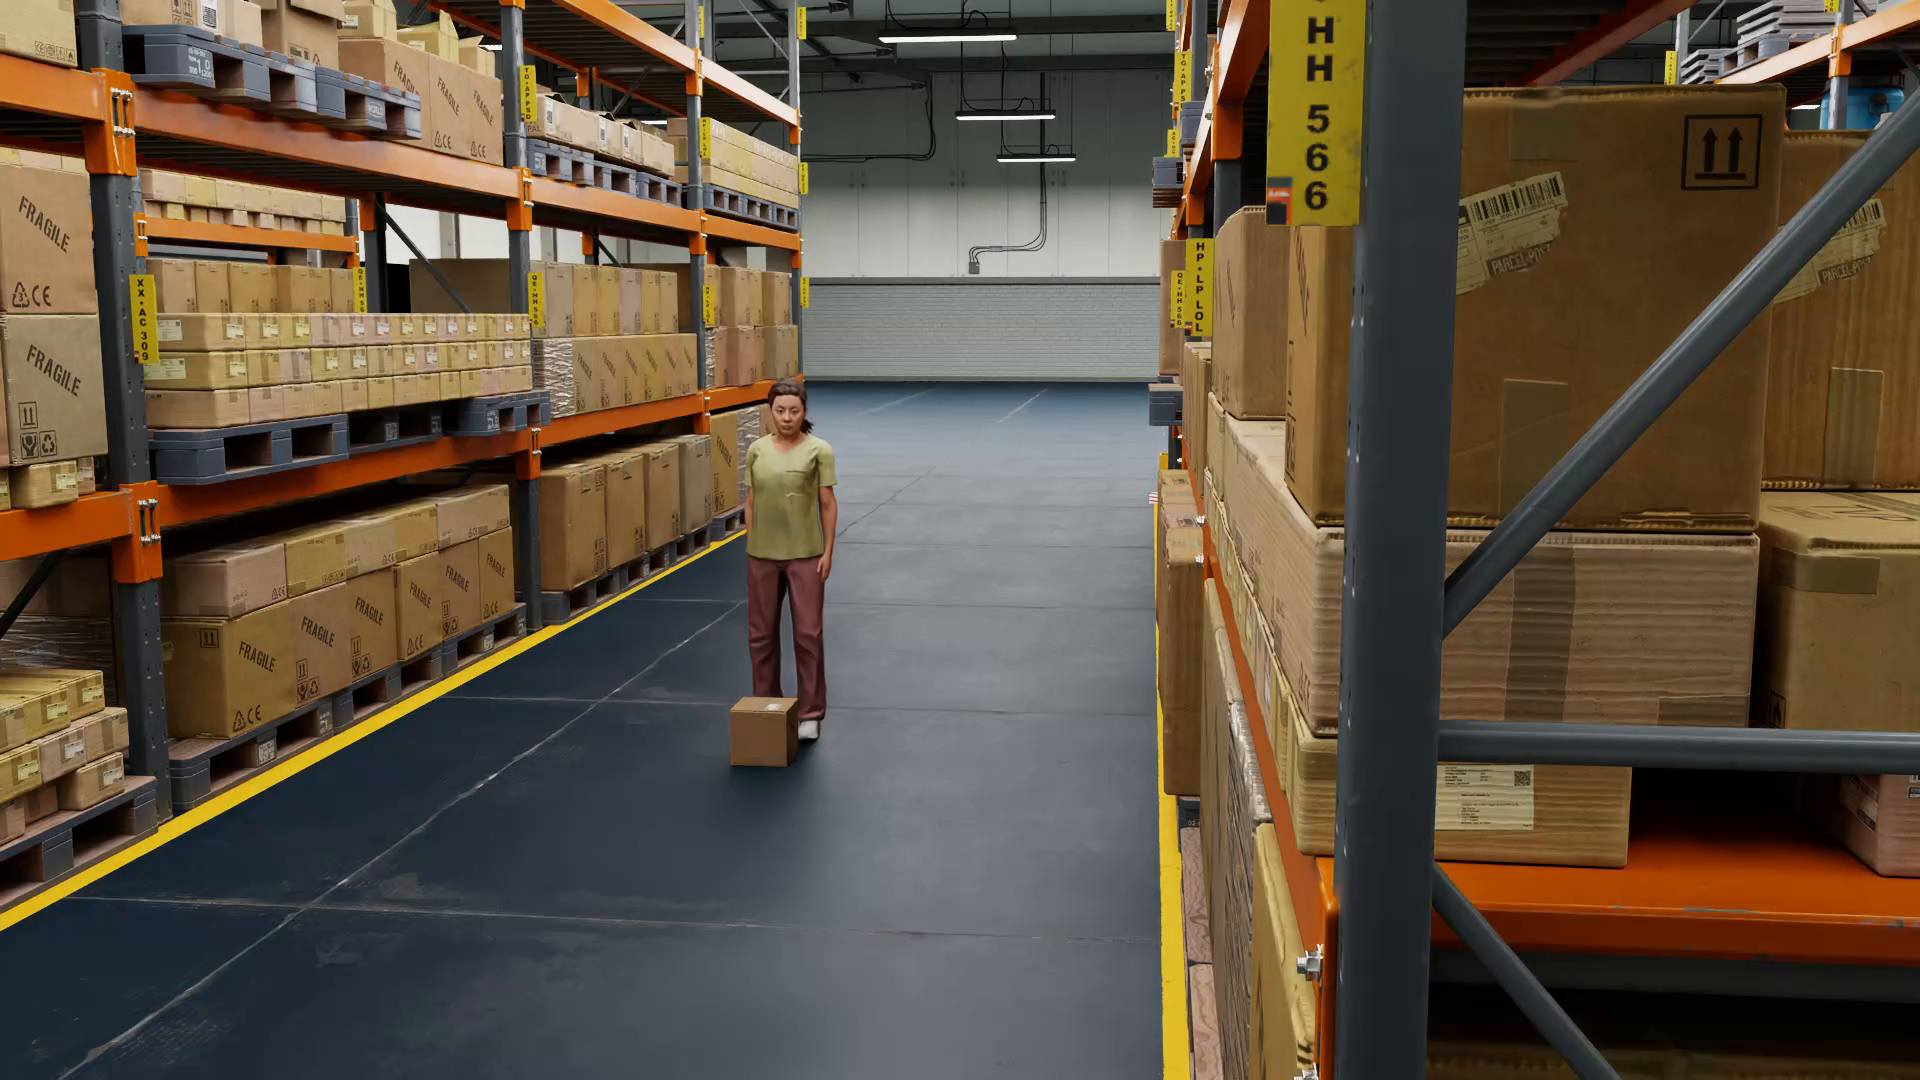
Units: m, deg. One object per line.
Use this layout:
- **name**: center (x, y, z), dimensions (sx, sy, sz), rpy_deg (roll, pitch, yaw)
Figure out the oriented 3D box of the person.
- **person**: center (-0.789, 0.085, 7.713), dimensions (0.443, 1.670, 0.365), rpy_deg (1, 8, 7)
